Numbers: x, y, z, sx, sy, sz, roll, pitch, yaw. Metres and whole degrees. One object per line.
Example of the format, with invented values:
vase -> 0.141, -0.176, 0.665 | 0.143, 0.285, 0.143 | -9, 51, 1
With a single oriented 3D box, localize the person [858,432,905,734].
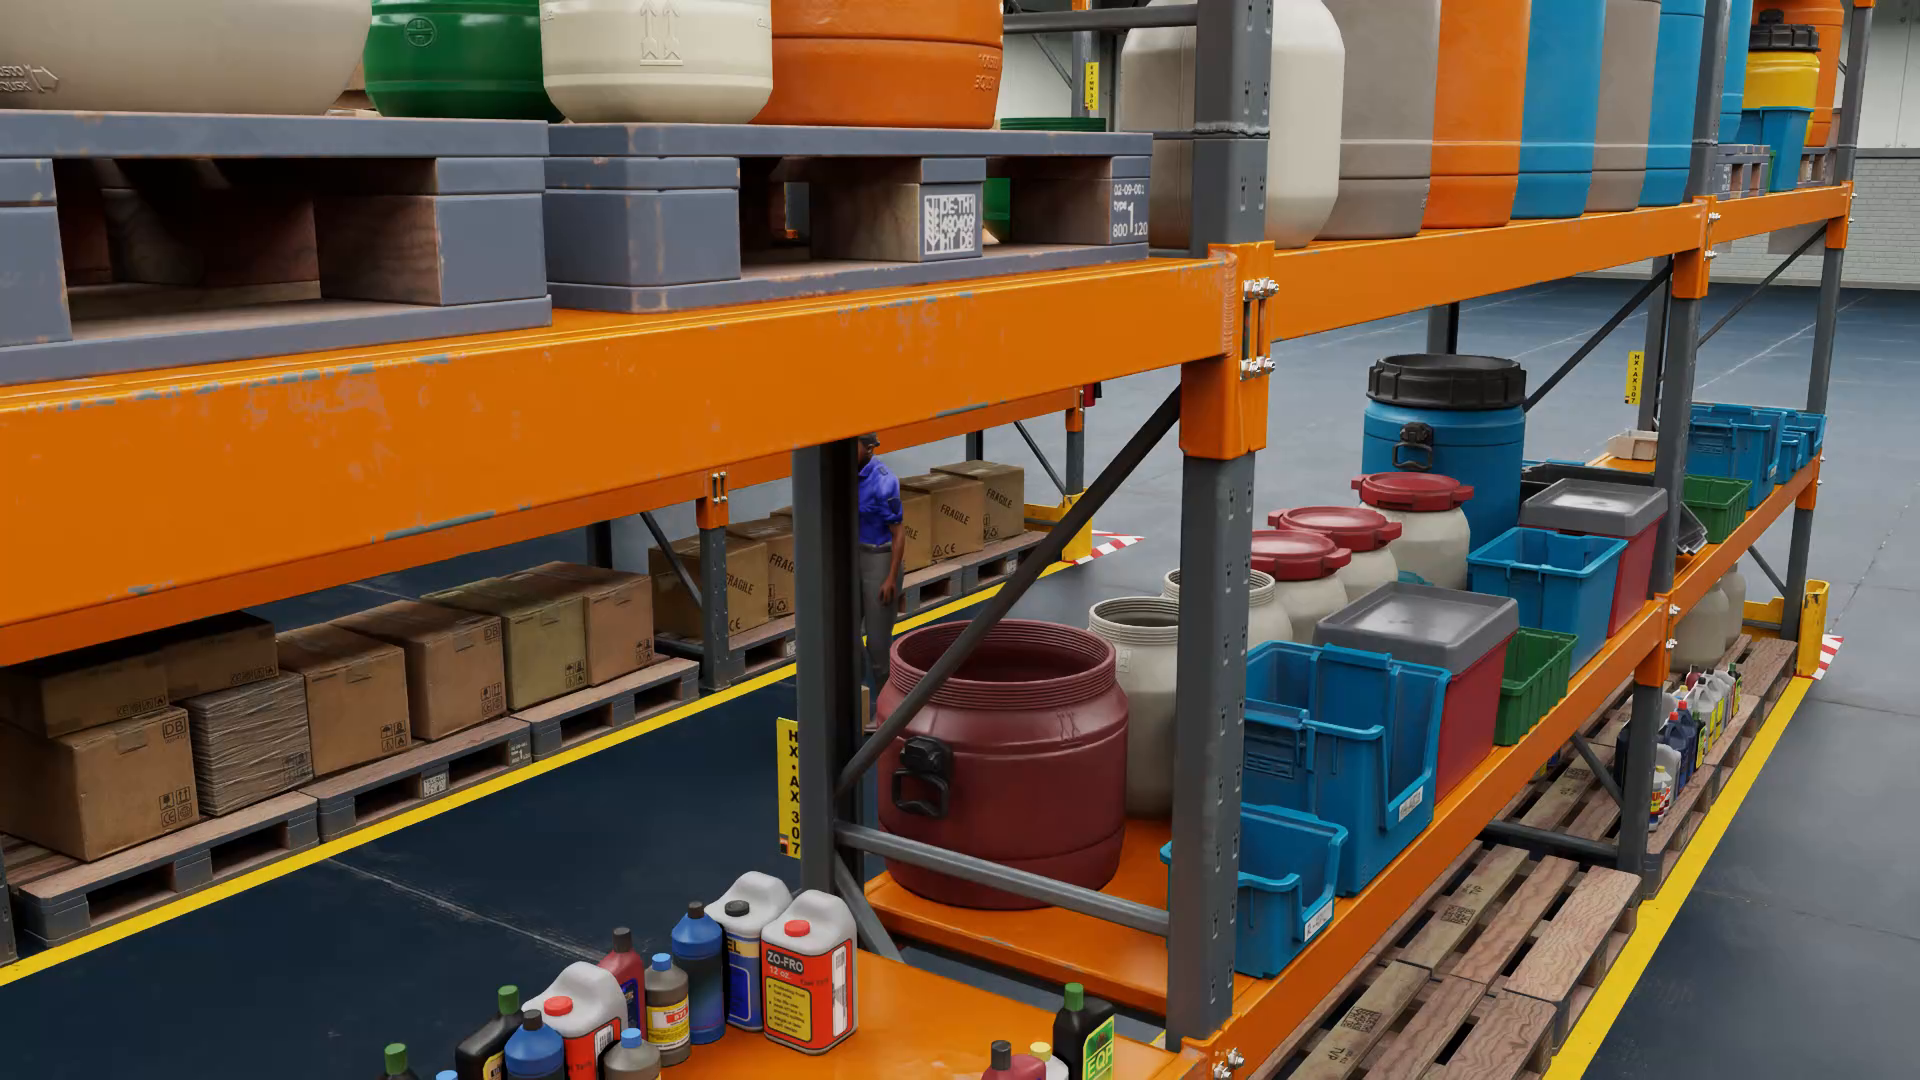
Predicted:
person -> -0.496, 0.171, 8.759 | 0.506, 1.655, 0.346 | 12, 18, 43
